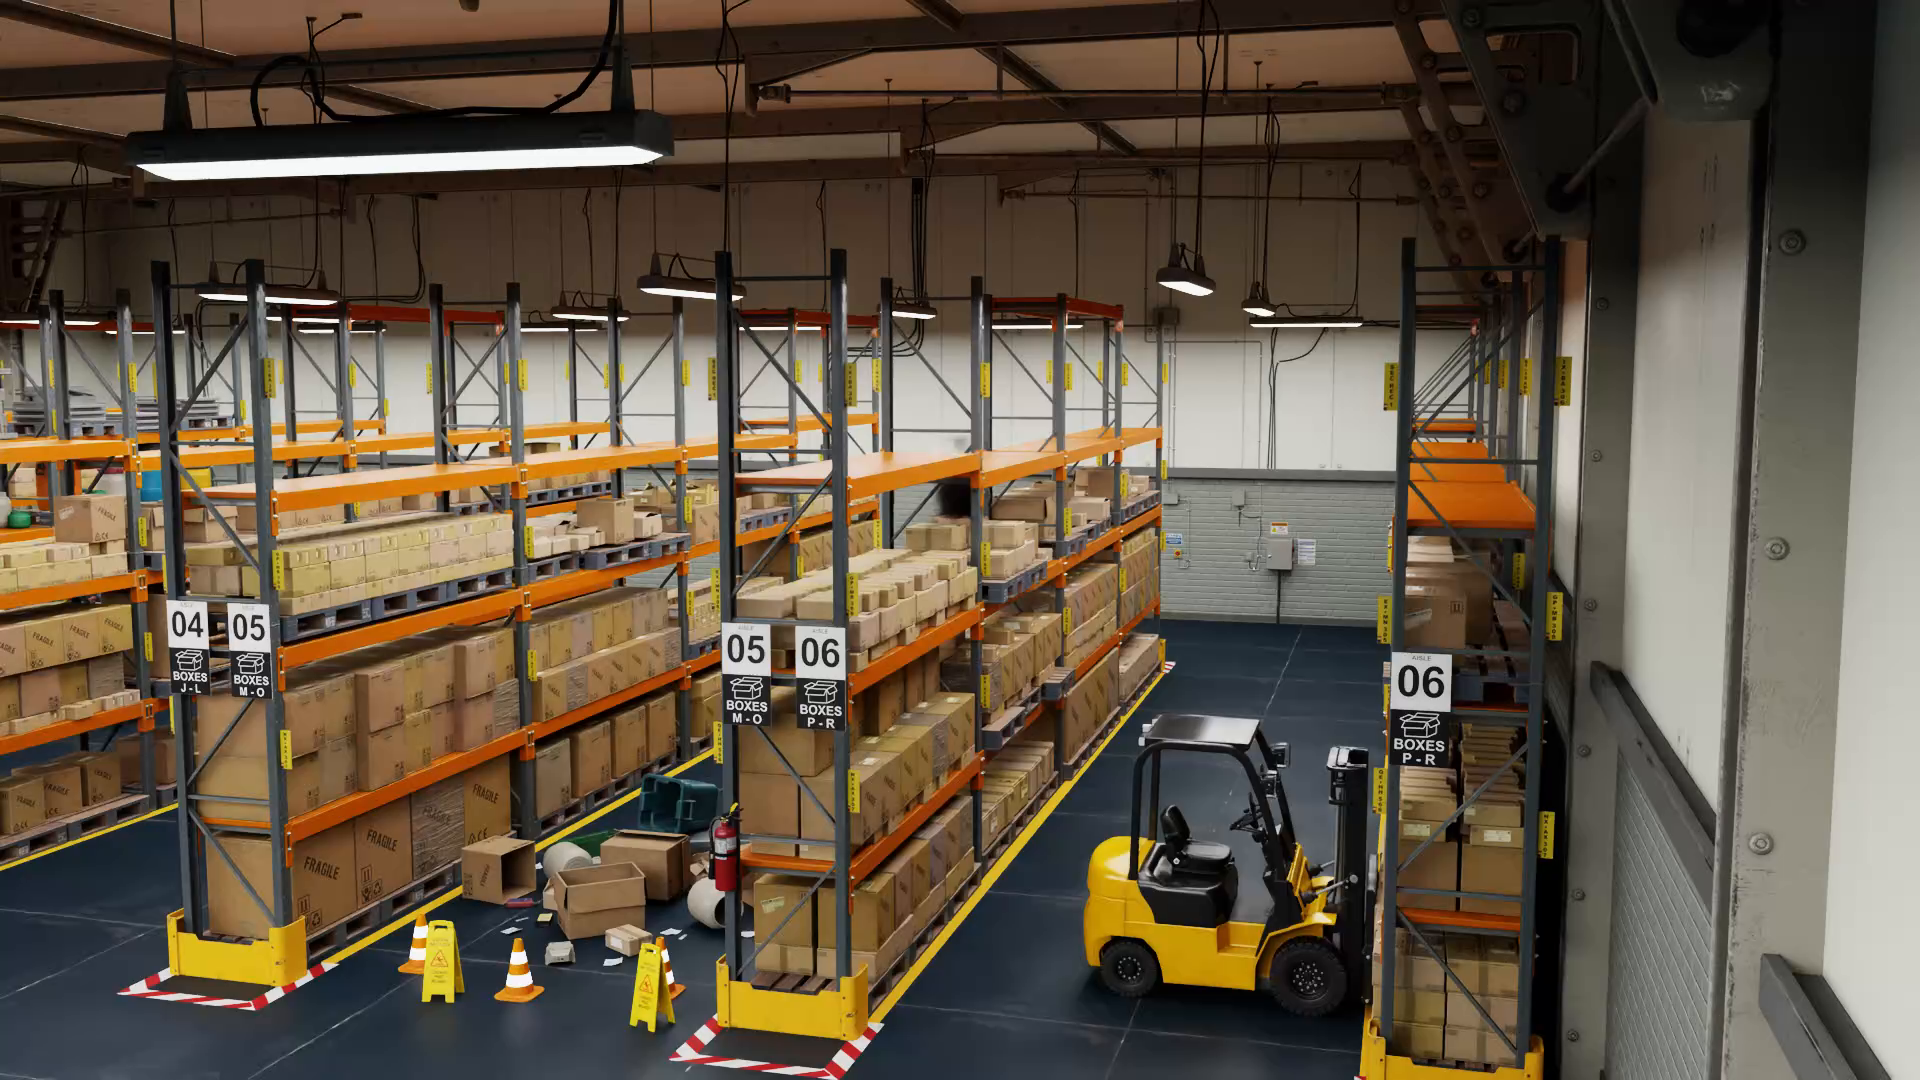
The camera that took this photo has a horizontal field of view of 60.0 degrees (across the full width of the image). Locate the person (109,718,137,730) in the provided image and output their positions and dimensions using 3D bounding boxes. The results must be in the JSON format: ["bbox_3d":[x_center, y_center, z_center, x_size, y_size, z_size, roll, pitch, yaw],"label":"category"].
[{"bbox_3d":[-12.079,1.858,23.657,0.648,1.669,0.764,-2,6,-20],"label":"person"}]
